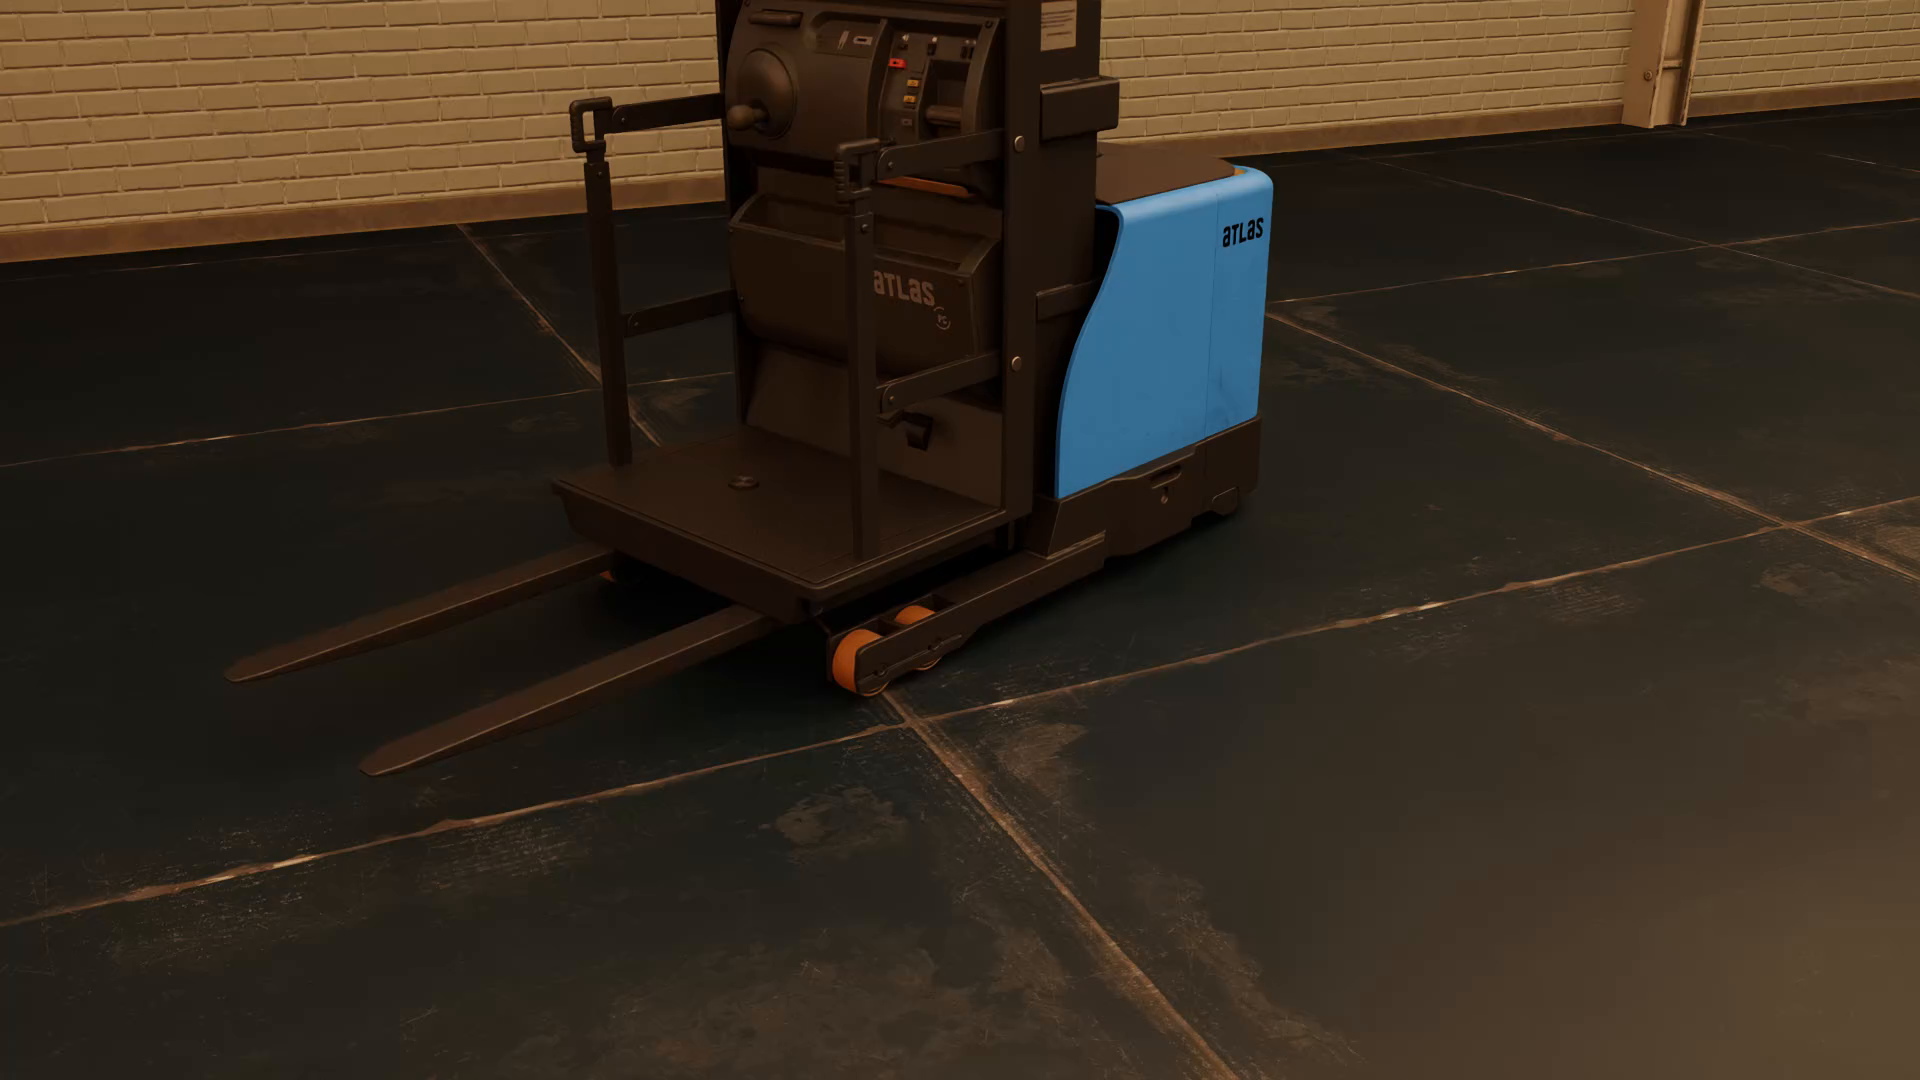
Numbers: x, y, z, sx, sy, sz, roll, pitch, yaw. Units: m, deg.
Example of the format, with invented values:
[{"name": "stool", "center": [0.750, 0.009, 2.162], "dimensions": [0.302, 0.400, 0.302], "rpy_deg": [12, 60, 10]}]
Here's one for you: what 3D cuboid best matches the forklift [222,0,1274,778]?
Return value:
[{"name": "forklift", "center": [-0.413, -1.182, 4.131], "dimensions": [1.130, 2.935, 3.031], "rpy_deg": [19, 29, 39]}]
